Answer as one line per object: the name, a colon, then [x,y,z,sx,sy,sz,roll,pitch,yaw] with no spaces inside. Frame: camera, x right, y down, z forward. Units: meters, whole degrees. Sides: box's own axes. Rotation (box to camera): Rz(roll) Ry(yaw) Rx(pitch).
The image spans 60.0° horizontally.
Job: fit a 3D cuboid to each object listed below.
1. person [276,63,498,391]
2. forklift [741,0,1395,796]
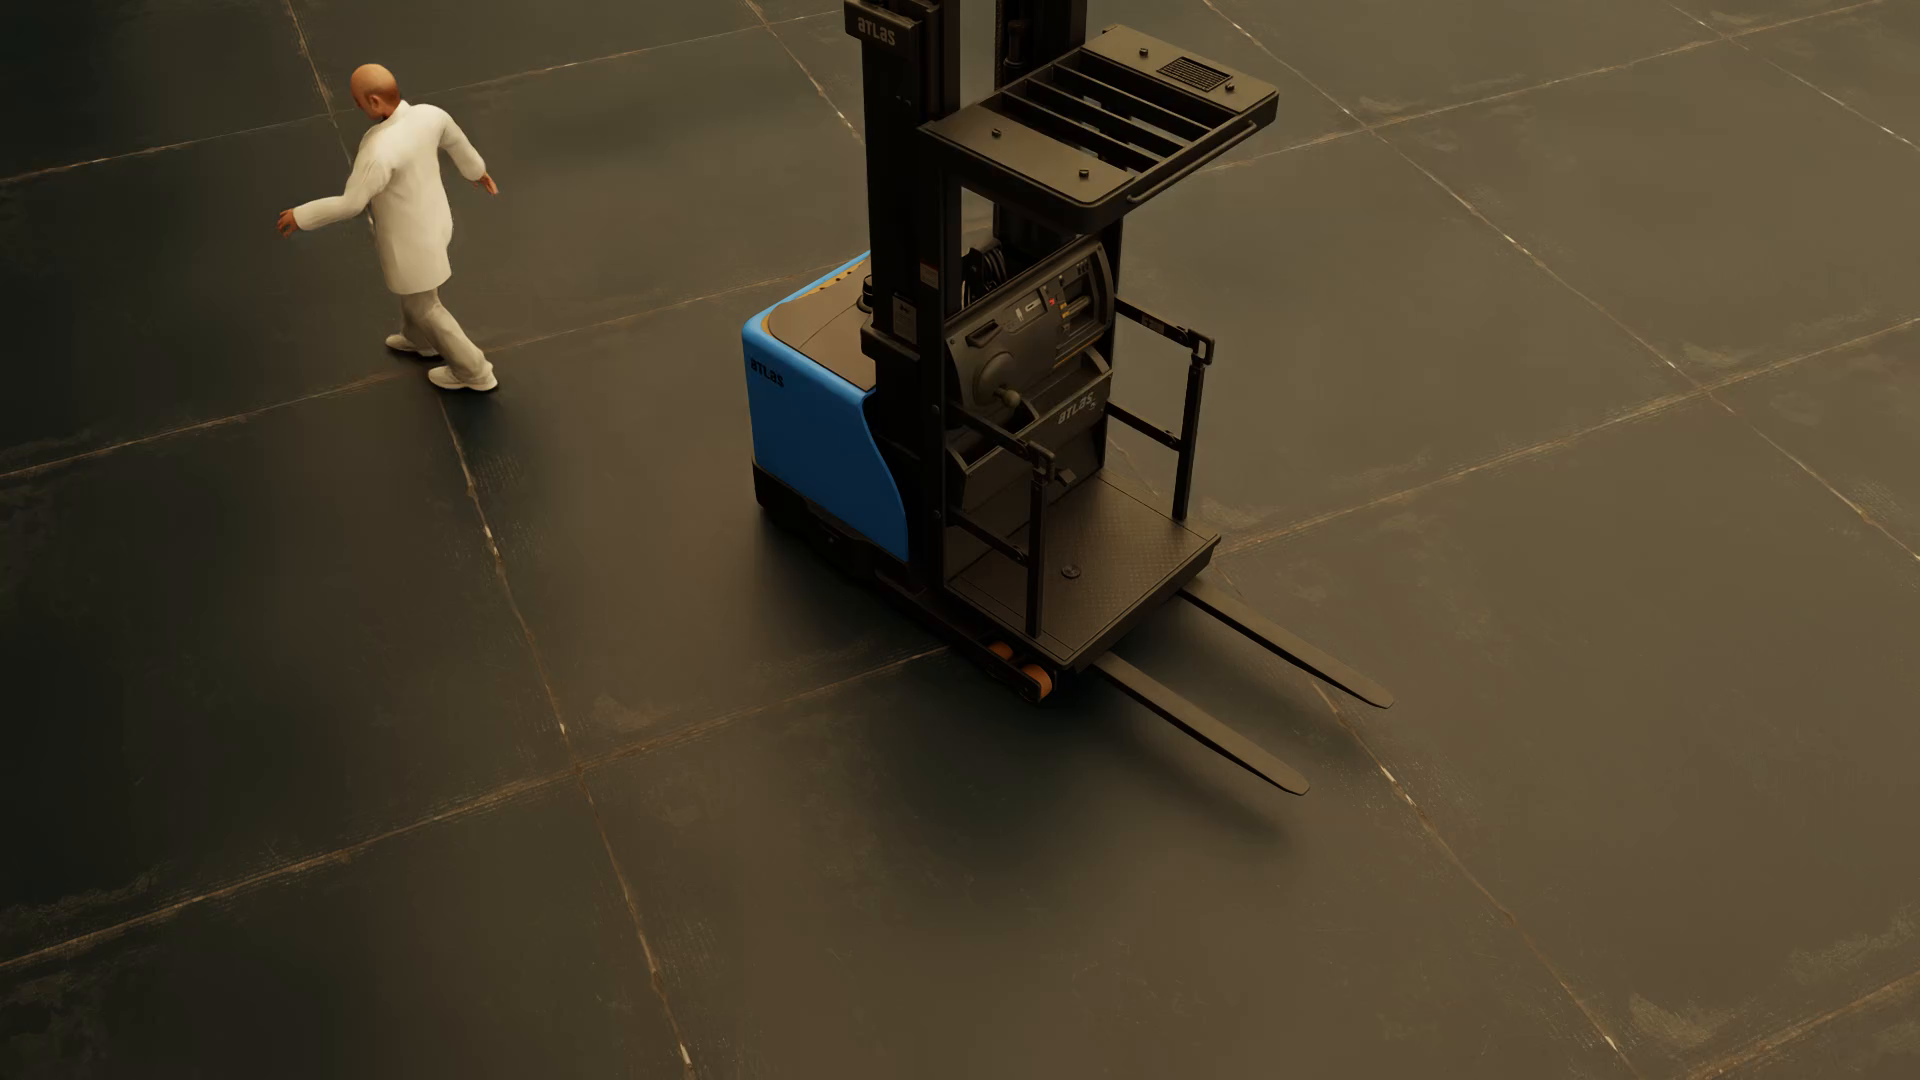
person: [-2.758,-1.561,8.241,0.788,1.773,1.044,12,44,12]
forklift: [0.445,-0.788,6.525,3.031,2.935,1.130,32,52,30]
